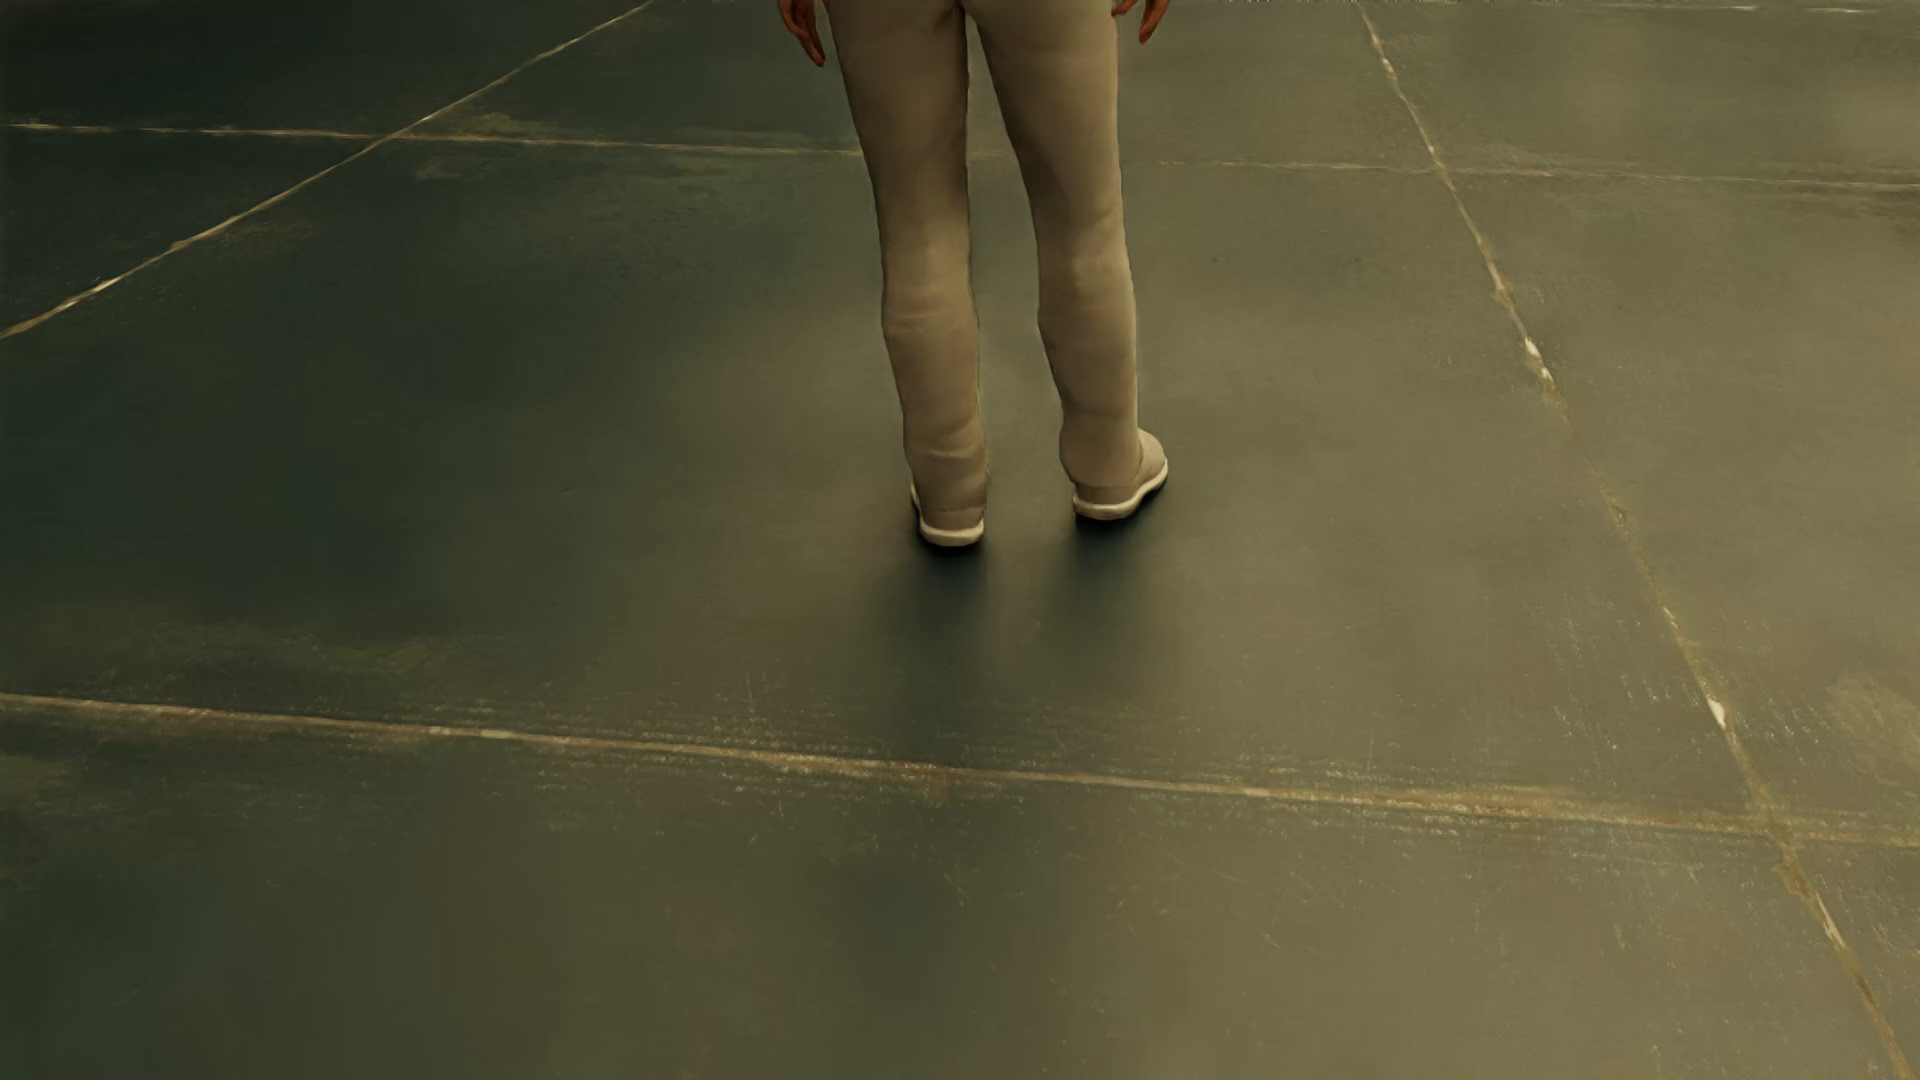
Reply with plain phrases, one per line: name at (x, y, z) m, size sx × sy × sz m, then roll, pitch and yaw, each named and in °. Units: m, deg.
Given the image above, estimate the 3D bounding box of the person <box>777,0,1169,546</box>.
person at (0.029, -0.797, 2.183) m, size 0.570 × 1.695 × 0.529 m, roll 3°, pitch 27°, yaw 7°
